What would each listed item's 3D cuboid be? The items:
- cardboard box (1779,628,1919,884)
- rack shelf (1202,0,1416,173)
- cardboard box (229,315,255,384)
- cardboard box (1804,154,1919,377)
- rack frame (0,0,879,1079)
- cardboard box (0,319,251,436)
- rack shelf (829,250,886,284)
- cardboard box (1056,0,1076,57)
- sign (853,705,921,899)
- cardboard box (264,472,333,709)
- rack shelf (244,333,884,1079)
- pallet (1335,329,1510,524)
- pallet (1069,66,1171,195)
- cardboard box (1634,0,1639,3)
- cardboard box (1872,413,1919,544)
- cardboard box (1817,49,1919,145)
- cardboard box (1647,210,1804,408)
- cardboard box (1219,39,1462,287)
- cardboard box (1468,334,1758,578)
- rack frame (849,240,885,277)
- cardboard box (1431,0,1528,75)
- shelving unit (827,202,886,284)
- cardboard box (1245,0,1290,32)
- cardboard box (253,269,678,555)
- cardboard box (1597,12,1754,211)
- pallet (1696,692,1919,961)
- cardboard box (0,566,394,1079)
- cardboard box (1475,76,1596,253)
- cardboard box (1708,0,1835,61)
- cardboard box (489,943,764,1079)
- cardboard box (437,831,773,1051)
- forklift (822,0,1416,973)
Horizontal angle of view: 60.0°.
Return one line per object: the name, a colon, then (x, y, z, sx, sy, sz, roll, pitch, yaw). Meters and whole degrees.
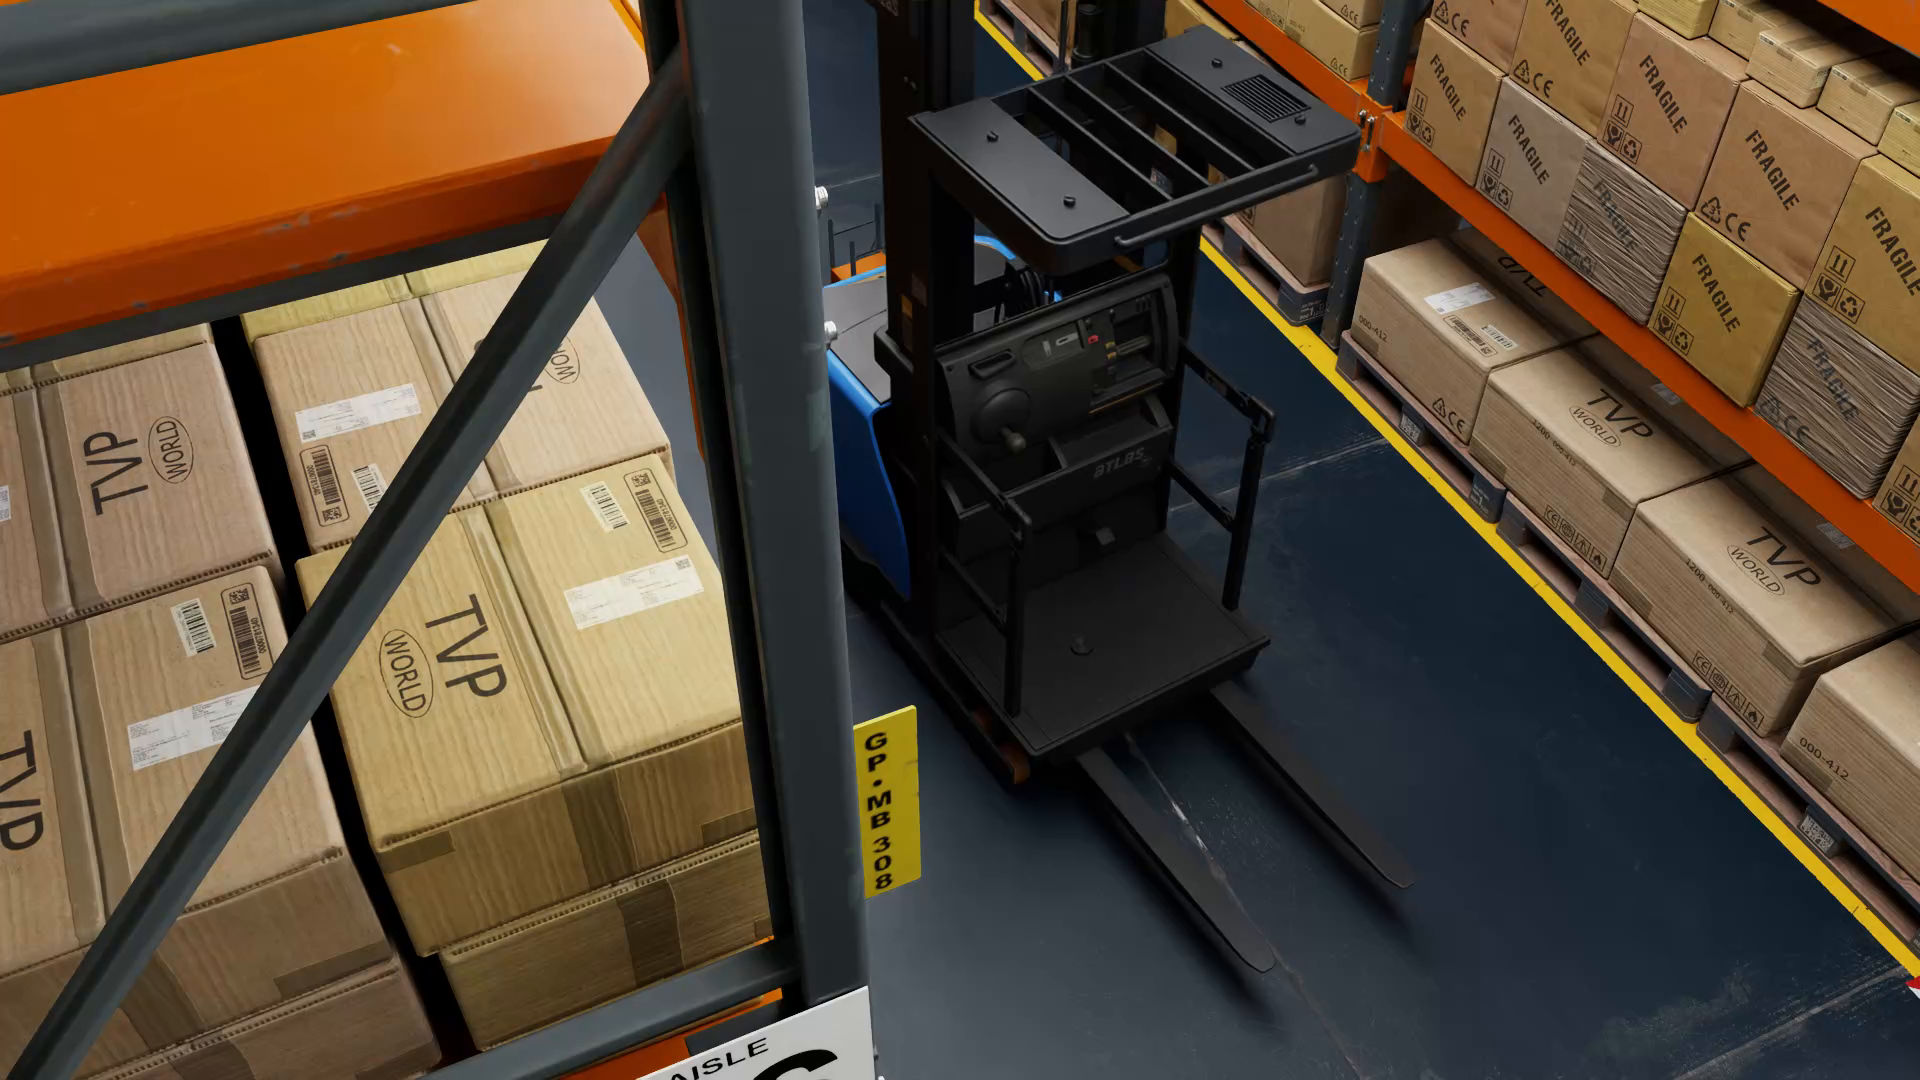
cardboard box: (3.548, 0.754, 5.745, 0.875, 0.438, 0.875, -20, 48, -19)
rack shelf: (1.393, -3.185, 8.724, 1.077, 0.370, 4.000, -18, 47, -17)
cardboard box: (-1.673, -0.445, 3.193, 0.500, 0.250, 0.500, -17, 47, -16)
cardboard box: (3.046, -0.887, 5.099, 0.500, 0.500, 0.500, -18, 47, -18)
rack frame: (-0.586, -0.285, 1.001, 1.000, 3.000, 0.127, -18, 47, -17)
cardboard box: (-1.470, -0.306, 2.696, 0.500, 0.250, 0.500, -18, 47, -17)
rack shelf: (-0.385, -1.082, 6.912, 0.258, 0.103, 0.180, -23, 49, -22)
cardboard box: (1.138, -3.075, 9.313, 0.875, 0.875, 0.875, -17, 47, -17)
sign: (-0.094, 0.311, 1.910, 0.100, 0.325, 0.005, -18, 47, -17)
cardboard box: (-1.246, 0.204, 2.536, 0.500, 0.250, 0.500, -18, 47, -17)
rack shelf: (-1.427, -0.236, 3.599, 1.077, 0.370, 4.000, -18, 47, -17)
pallet: (2.483, -0.667, 7.644, 1.003, 0.211, 1.213, -18, 47, -17)
pallet: (1.324, -2.422, 9.424, 1.003, 0.211, 1.213, -18, 47, -17)
cardboard box: (2.448, -2.026, 5.792, 0.380, 0.149, 0.250, -18, 47, -18)
cardboard box: (3.276, -0.207, 5.122, 0.500, 0.500, 0.500, -19, 48, -18)
cardboard box: (2.904, -1.380, 5.136, 0.380, 0.149, 0.250, -17, 47, -16)
cardboard box: (2.822, -0.857, 5.781, 0.500, 0.500, 0.500, -17, 47, -16)
cardboard box: (1.901, -1.932, 8.155, 0.875, 0.875, 0.875, -17, 47, -16)
cardboard box: (2.778, -0.402, 6.916, 0.875, 0.438, 0.875, -19, 48, -19)
rack frame: (-0.337, -0.803, 7.078, 0.240, 1.200, 0.006, -23, 49, -22)
cardboard box: (2.215, -2.183, 6.413, 0.500, 0.500, 0.500, -18, 47, -17)
shelving unit: (-0.385, -0.857, 7.133, 0.258, 1.200, 0.189, -23, 49, -22)
cardboard box: (1.604, -2.650, 7.776, 0.500, 0.250, 0.500, -19, 48, -18)
cardboard box: (-0.742, -0.134, 2.523, 0.500, 0.250, 0.500, -18, 47, -18)
cardboard box: (2.626, -1.530, 5.751, 0.500, 0.500, 0.500, -17, 47, -17)
pallet: (3.509, 0.888, 6.068, 1.003, 0.211, 1.213, -18, 47, -17)
cardboard box: (-1.026, 0.351, 2.031, 0.500, 0.250, 0.500, -19, 48, -19)
cardboard box: (2.402, -1.504, 6.437, 0.500, 0.500, 0.500, -18, 47, -17)
cardboard box: (2.714, -1.712, 5.474, 0.380, 0.149, 0.250, -18, 47, -18)
cardboard box: (-0.509, 0.600, 2.418, 0.380, 0.149, 0.250, -17, 47, -17)
cardboard box: (-0.525, 0.367, 2.371, 0.500, 0.250, 0.500, -19, 48, -18)
forklift: (0.468, -0.510, 5.549, 1.130, 2.935, 3.031, -23, 49, -22)
